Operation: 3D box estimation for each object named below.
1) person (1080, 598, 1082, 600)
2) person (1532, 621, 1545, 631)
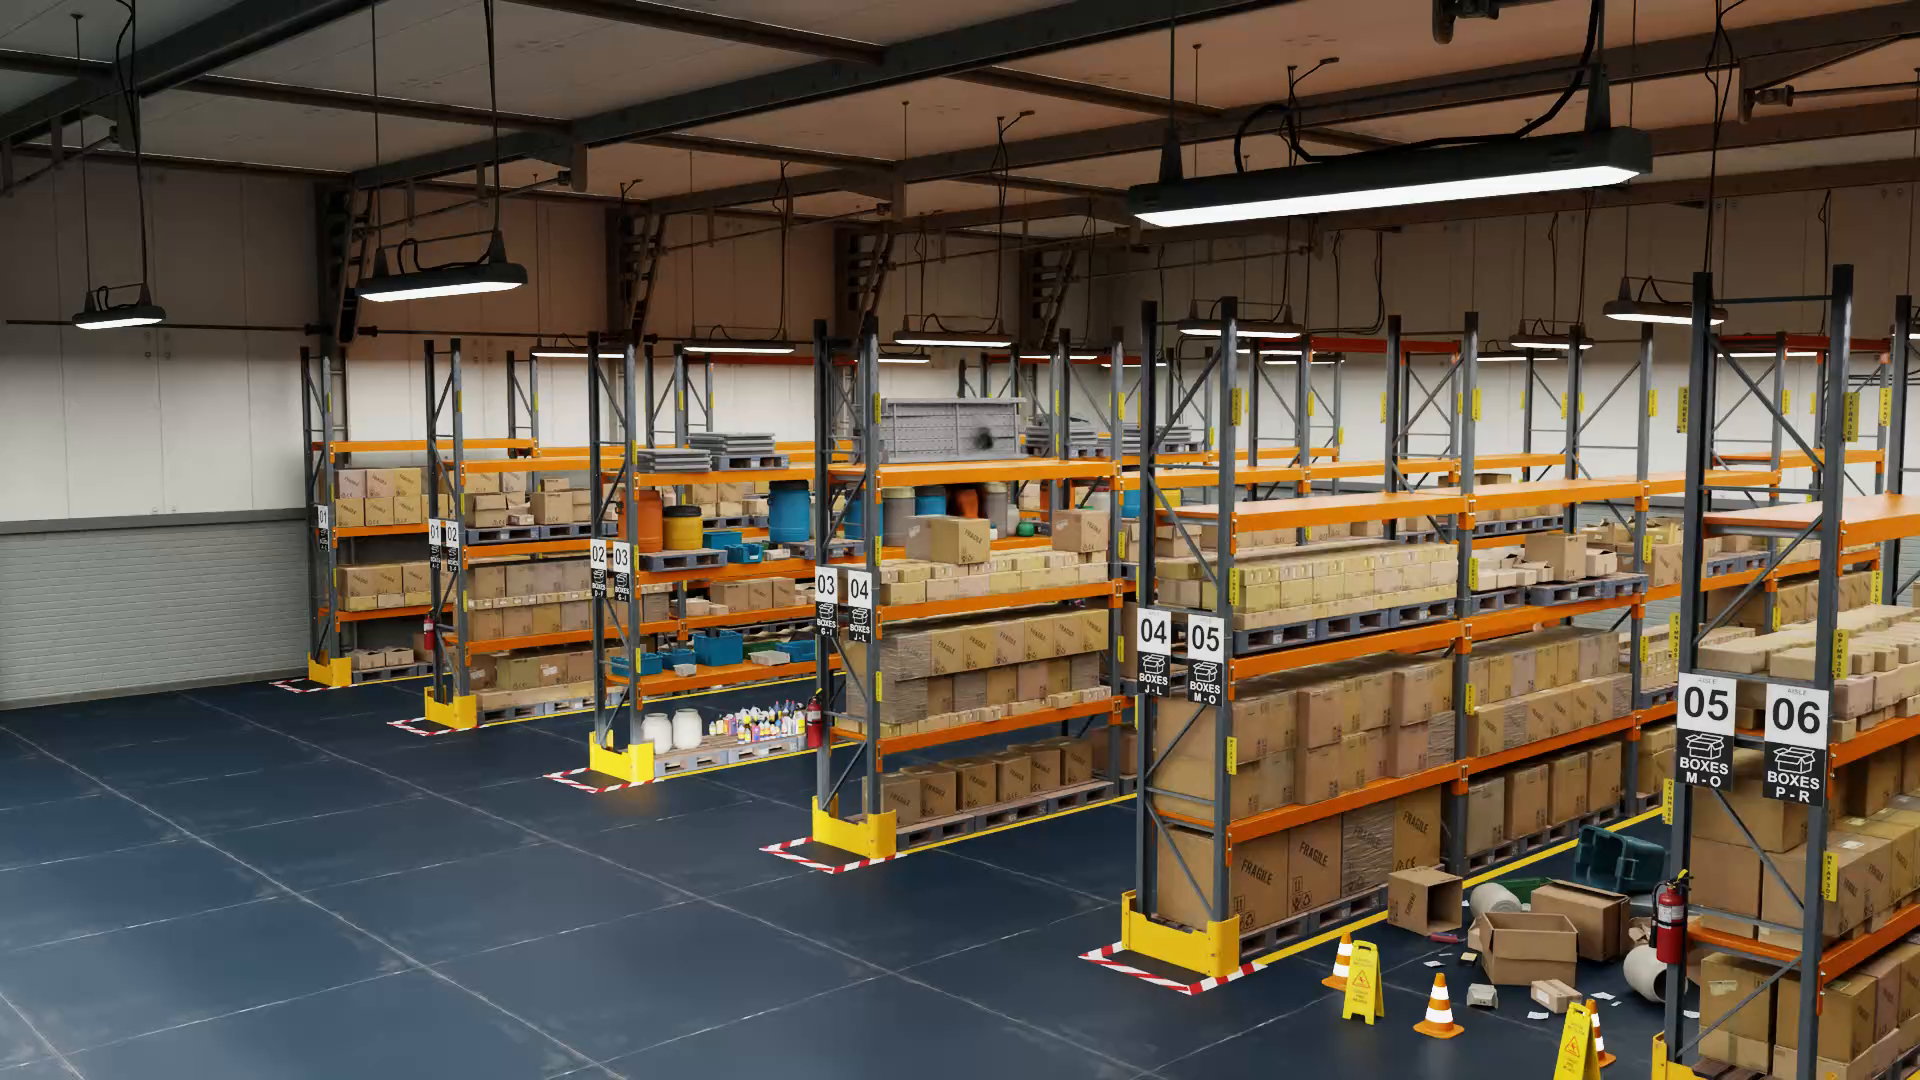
[{"bbox_3d":[2.574,1.383,32.929,0.660,1.720,0.969,4,7,40],"label":"person"},{"bbox_3d":[9.132,2.044,26.274,0.579,1.641,0.582,-5,7,-45],"label":"person"}]
